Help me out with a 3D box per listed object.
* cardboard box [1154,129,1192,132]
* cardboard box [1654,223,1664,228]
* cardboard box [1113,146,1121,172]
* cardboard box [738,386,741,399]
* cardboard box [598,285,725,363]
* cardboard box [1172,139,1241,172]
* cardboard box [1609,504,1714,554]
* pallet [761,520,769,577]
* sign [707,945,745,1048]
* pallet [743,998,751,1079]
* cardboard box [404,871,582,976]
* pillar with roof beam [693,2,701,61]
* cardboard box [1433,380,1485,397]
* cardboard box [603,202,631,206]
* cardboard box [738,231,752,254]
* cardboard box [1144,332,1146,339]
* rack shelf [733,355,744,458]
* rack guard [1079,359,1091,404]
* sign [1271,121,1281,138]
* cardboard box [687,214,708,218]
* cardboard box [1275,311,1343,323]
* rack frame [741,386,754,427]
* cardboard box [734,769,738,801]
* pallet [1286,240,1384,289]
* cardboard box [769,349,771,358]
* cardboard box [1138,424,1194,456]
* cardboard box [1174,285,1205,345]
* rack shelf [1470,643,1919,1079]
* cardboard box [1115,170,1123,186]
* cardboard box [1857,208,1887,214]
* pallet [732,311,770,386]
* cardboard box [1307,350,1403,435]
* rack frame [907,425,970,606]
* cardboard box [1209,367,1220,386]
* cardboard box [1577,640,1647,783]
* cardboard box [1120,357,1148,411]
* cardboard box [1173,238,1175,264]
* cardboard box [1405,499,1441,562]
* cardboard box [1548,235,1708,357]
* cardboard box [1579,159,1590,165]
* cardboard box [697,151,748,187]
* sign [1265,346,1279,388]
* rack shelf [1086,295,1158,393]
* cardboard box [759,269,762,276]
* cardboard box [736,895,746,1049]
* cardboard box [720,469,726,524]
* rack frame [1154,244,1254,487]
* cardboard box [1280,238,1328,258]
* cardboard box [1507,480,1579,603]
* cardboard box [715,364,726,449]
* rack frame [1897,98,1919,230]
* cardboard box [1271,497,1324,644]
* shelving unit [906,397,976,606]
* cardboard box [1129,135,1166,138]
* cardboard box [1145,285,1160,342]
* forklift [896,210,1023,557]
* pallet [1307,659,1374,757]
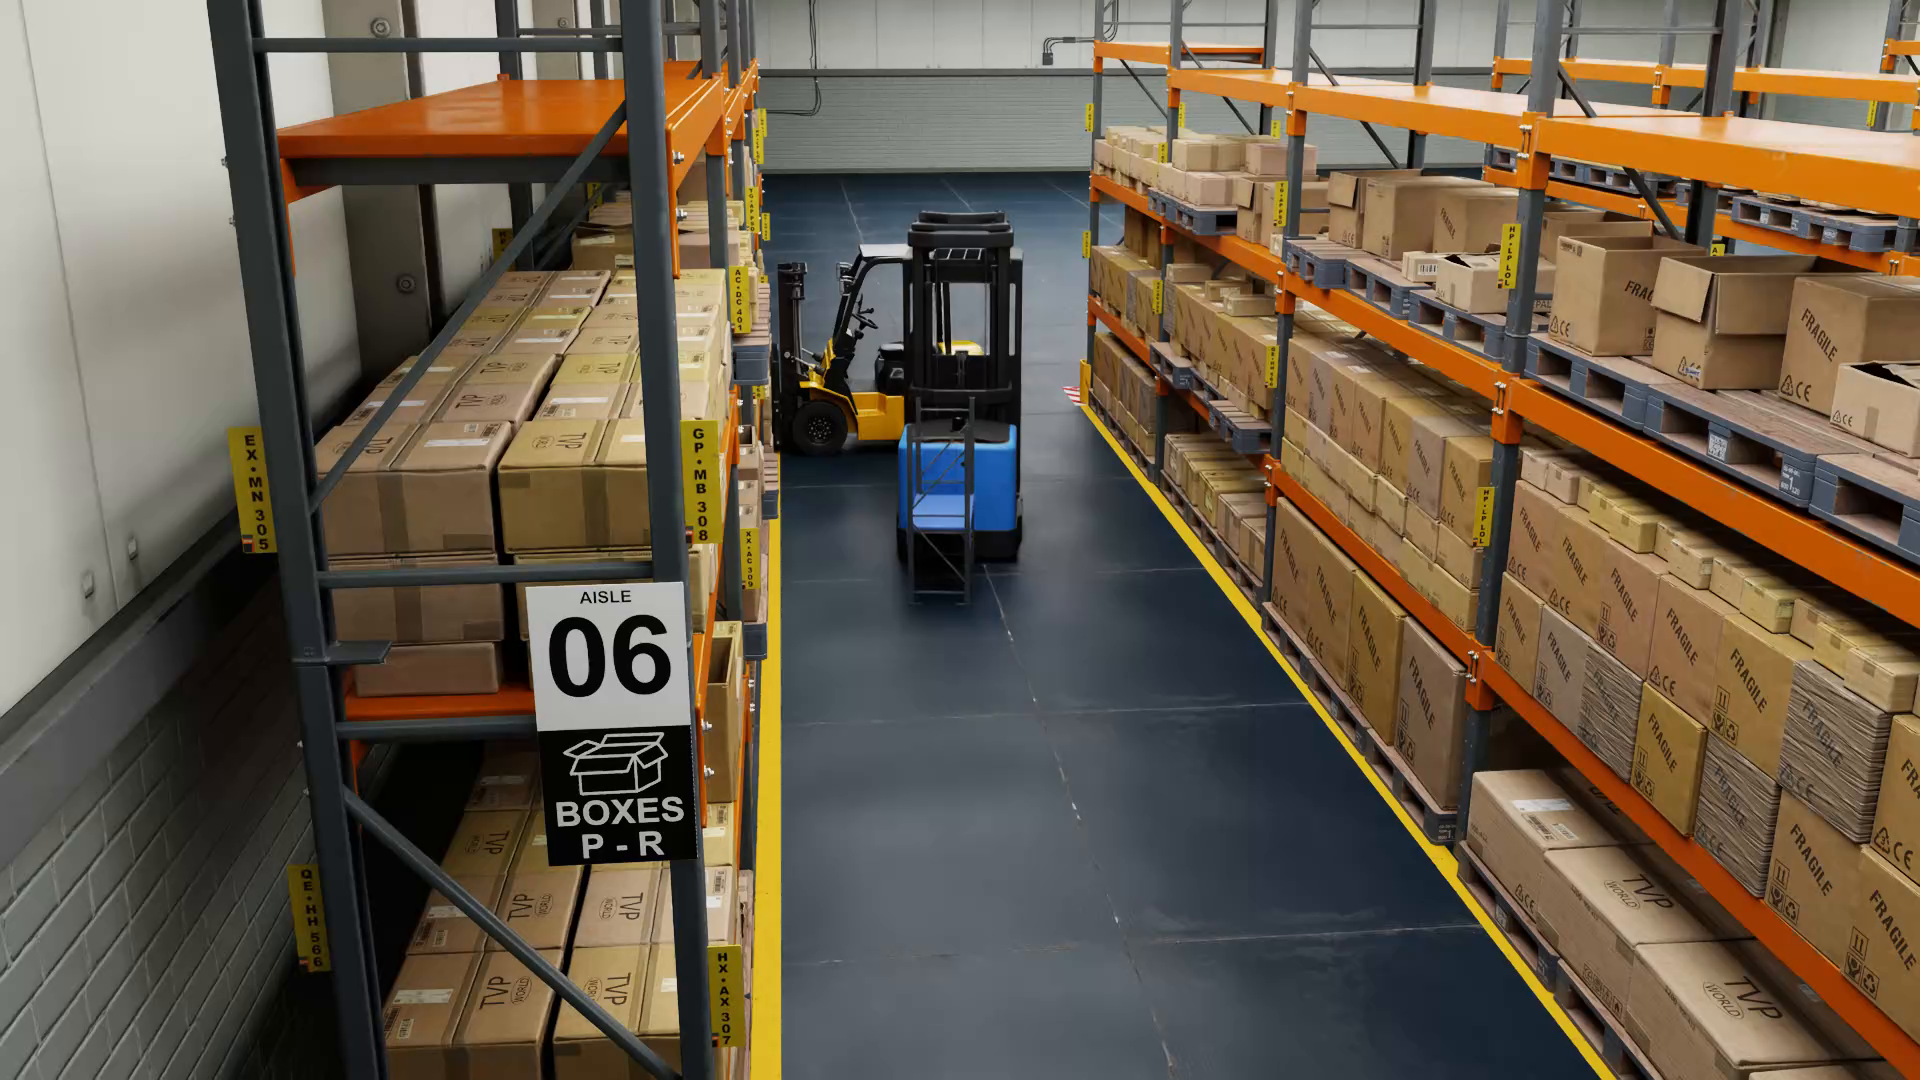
[{"bbox_3d":[2.446,-4.649,19.132,0.380,0.149,0.250,-2,18,-6],"label":"cardboard box"},{"bbox_3d":[7.315,-3.217,18.436,0.875,0.550,0.550,-2,18,-6],"label":"cardboard box"},{"bbox_3d":[1.992,-4.243,18.502,0.500,0.250,0.500,-1,17,-4],"label":"cardboard box"},{"bbox_3d":[-1.767,-1.126,12.579,0.380,0.149,0.250,-1,17,-4],"label":"cardboard box"},{"bbox_3d":[-1.262,-0.919,7.081,0.500,0.250,0.500,-2,18,-7],"label":"cardboard box"},{"bbox_3d":[2.220,-3.475,15.017,0.500,0.250,0.500,-2,18,-7],"label":"cardboard box"},{"bbox_3d":[3.171,-0.053,7.492,0.380,0.149,0.250,-2,18,-7],"label":"cardboard box"},{"bbox_3d":[-2.196,0.057,14.718,1.003,0.211,1.213,-2,18,-6],"label":"pallet"},{"bbox_3d":[-0.662,1.289,4.692,0.100,0.325,0.005,-2,18,-6],"label":"sign"},{"bbox_3d":[-1.415,2.426,7.169,1.003,0.211,1.213,-2,18,-6],"label":"pallet"},{"bbox_3d":[-1.565,1.366,5.645,0.500,0.250,0.500,-2,18,-5],"label":"cardboard box"},{"bbox_3d":[-1.251,-11.171,35.809,9.100,9.000,0.400,-2,18,-6],"label":"pillar with roof beam"},{"bbox_3d":[3.374,-0.746,10.783,0.500,0.500,0.500,-2,18,-7],"label":"cardboard box"},{"bbox_3d":[-2.264,-2.238,11.452,0.380,0.149,0.250,-2,18,-8],"label":"cardboard box"},{"bbox_3d":[-1.426,-1.734,9.812,0.380,0.149,0.250,-2,18,-5],"label":"cardboard box"},{"bbox_3d":[2.167,-2.206,17.689,0.380,0.149,0.250,-2,18,-6],"label":"cardboard box"},{"bbox_3d":[-1.821,-1.157,10.120,1.077,0.370,4.000,-2,18,-6],"label":"rack shelf"},{"bbox_3d":[2.093,-1.987,20.746,1.175,0.500,0.348,-2,18,-6],"label":"rack guard"},{"bbox_3d":[3.049,-3.895,16.120,0.100,0.325,0.005,-2,18,-6],"label":"sign"},{"bbox_3d":[-1.713,-2.027,10.778,0.380,0.149,0.250,-2,18,-6],"label":"cardboard box"},{"bbox_3d":[2.971,-1.663,14.176,0.500,0.500,0.500,-1,17,-5],"label":"cardboard box"},{"bbox_3d":[-2.027,-0.665,12.360,1.000,3.000,0.127,-2,18,-6],"label":"rack frame"},{"bbox_3d":[-1.177,1.042,7.343,0.380,0.149,0.250,-2,18,-6],"label":"cardboard box"},{"bbox_3d":[3.029,-1.970,11.825,1.213,0.211,1.003,-1,17,-3],"label":"pallet"},{"bbox_3d":[-2.374,-1.984,18.783,0.500,0.250,0.500,-2,17,-5],"label":"cardboard box"},{"bbox_3d":[2.169,-1.067,17.531,0.500,0.250,0.500,-1,17,-3],"label":"cardboard box"},{"bbox_3d":[2.313,-2.103,15.577,0.500,0.500,0.500,-2,18,-5],"label":"cardboard box"},{"bbox_3d":[3.529,1.312,7.265,1.077,0.370,4.000,-2,18,-6],"label":"rack shelf"},{"bbox_3d":[1.933,-4.020,18.459,0.380,0.149,0.250,-2,17,-5],"label":"cardboard box"},{"bbox_3d":[7.542,-2.742,13.489,0.380,0.166,0.250,-2,18,-6],"label":"cardboard box"},{"bbox_3d":[-1.612,-1.011,8.768,1.213,0.211,1.003,-2,18,-6],"label":"pallet"},{"bbox_3d":[2.778,-1.042,11.725,0.500,0.500,0.500,-2,18,-5],"label":"cardboard box"},{"bbox_3d":[-0.171,-0.189,13.348,0.500,1.500,0.032,1,17,2],"label":"rack frame"},{"bbox_3d":[2.403,-1.449,14.577,0.380,0.149,0.250,-2,18,-7],"label":"cardboard box"},{"bbox_3d":[3.203,0.771,7.619,0.500,0.500,0.500,-2,18,-5],"label":"cardboard box"},{"bbox_3d":[2.061,-1.729,18.386,0.500,0.500,0.500,-1,17,-3],"label":"cardboard box"},{"bbox_3d":[2.612,-3.119,17.843,0.700,0.500,0.500,-2,18,-7],"label":"cardboard box"},{"bbox_3d":[2.976,-0.067,9.871,0.500,0.250,0.500,-1,17,-4],"label":"cardboard box"},{"bbox_3d":[3.174,-1.173,7.935,0.500,0.500,0.500,-1,17,-5],"label":"cardboard box"},{"bbox_3d":[6.950,-4.155,18.019,0.380,0.149,0.250,-2,17,-5],"label":"cardboard box"},{"bbox_3d":[-2.011,-2.762,12.998,0.700,0.500,0.500,-2,18,-7],"label":"cardboard box"},{"bbox_3d":[2.371,-1.314,12.628,0.100,0.325,0.005,-2,18,-6],"label":"sign"},{"bbox_3d":[2.291,-2.264,18.653,1.077,0.370,4.000,-2,18,-6],"label":"rack shelf"},{"bbox_3d":[-2.381,-2.929,18.323,0.380,0.149,0.250,-2,18,-5],"label":"cardboard box"},{"bbox_3d":[-1.327,1.961,7.469,0.700,0.500,0.500,-2,18,-8],"label":"cardboard box"},{"bbox_3d":[-1.065,-0.154,6.146,0.380,0.149,0.250,-2,18,-6],"label":"cardboard box"},{"bbox_3d":[2.497,-2.011,16.648,1.000,3.000,0.127,-2,18,-6],"label":"rack frame"},{"bbox_3d":[2.669,-2.218,12.718,0.380,0.149,0.250,-2,18,-6],"label":"cardboard box"},{"bbox_3d":[3.131,-0.003,8.415,0.500,0.500,0.500,-2,18,-5],"label":"cardboard box"},{"bbox_3d":[-1.210,-0.531,6.680,0.500,0.250,0.500,-1,17,-4],"label":"cardboard box"},{"bbox_3d":[7.823,-3.865,12.536,1.000,3.000,0.127,-2,18,-6],"label":"rack frame"},{"bbox_3d":[2.899,0.202,12.443,0.875,0.875,0.875,-2,18,-6],"label":"cardboard box"},{"bbox_3d":[-0.149,-0.341,13.833,0.538,1.500,1.048,1,17,2],"label":"shelving unit"},{"bbox_3d":[2.044,-4.328,18.108,0.380,0.149,0.250,-1,17,-4],"label":"cardboard box"},{"bbox_3d":[2.204,-2.325,16.985,0.500,0.500,0.500,-2,18,-7],"label":"cardboard box"},{"bbox_3d":[0.034,-1.637,15.572,1.130,2.935,3.031,1,17,2],"label":"forklift"},{"bbox_3d":[3.039,1.111,11.359,1.003,0.211,1.213,-2,18,-6],"label":"pallet"}]
